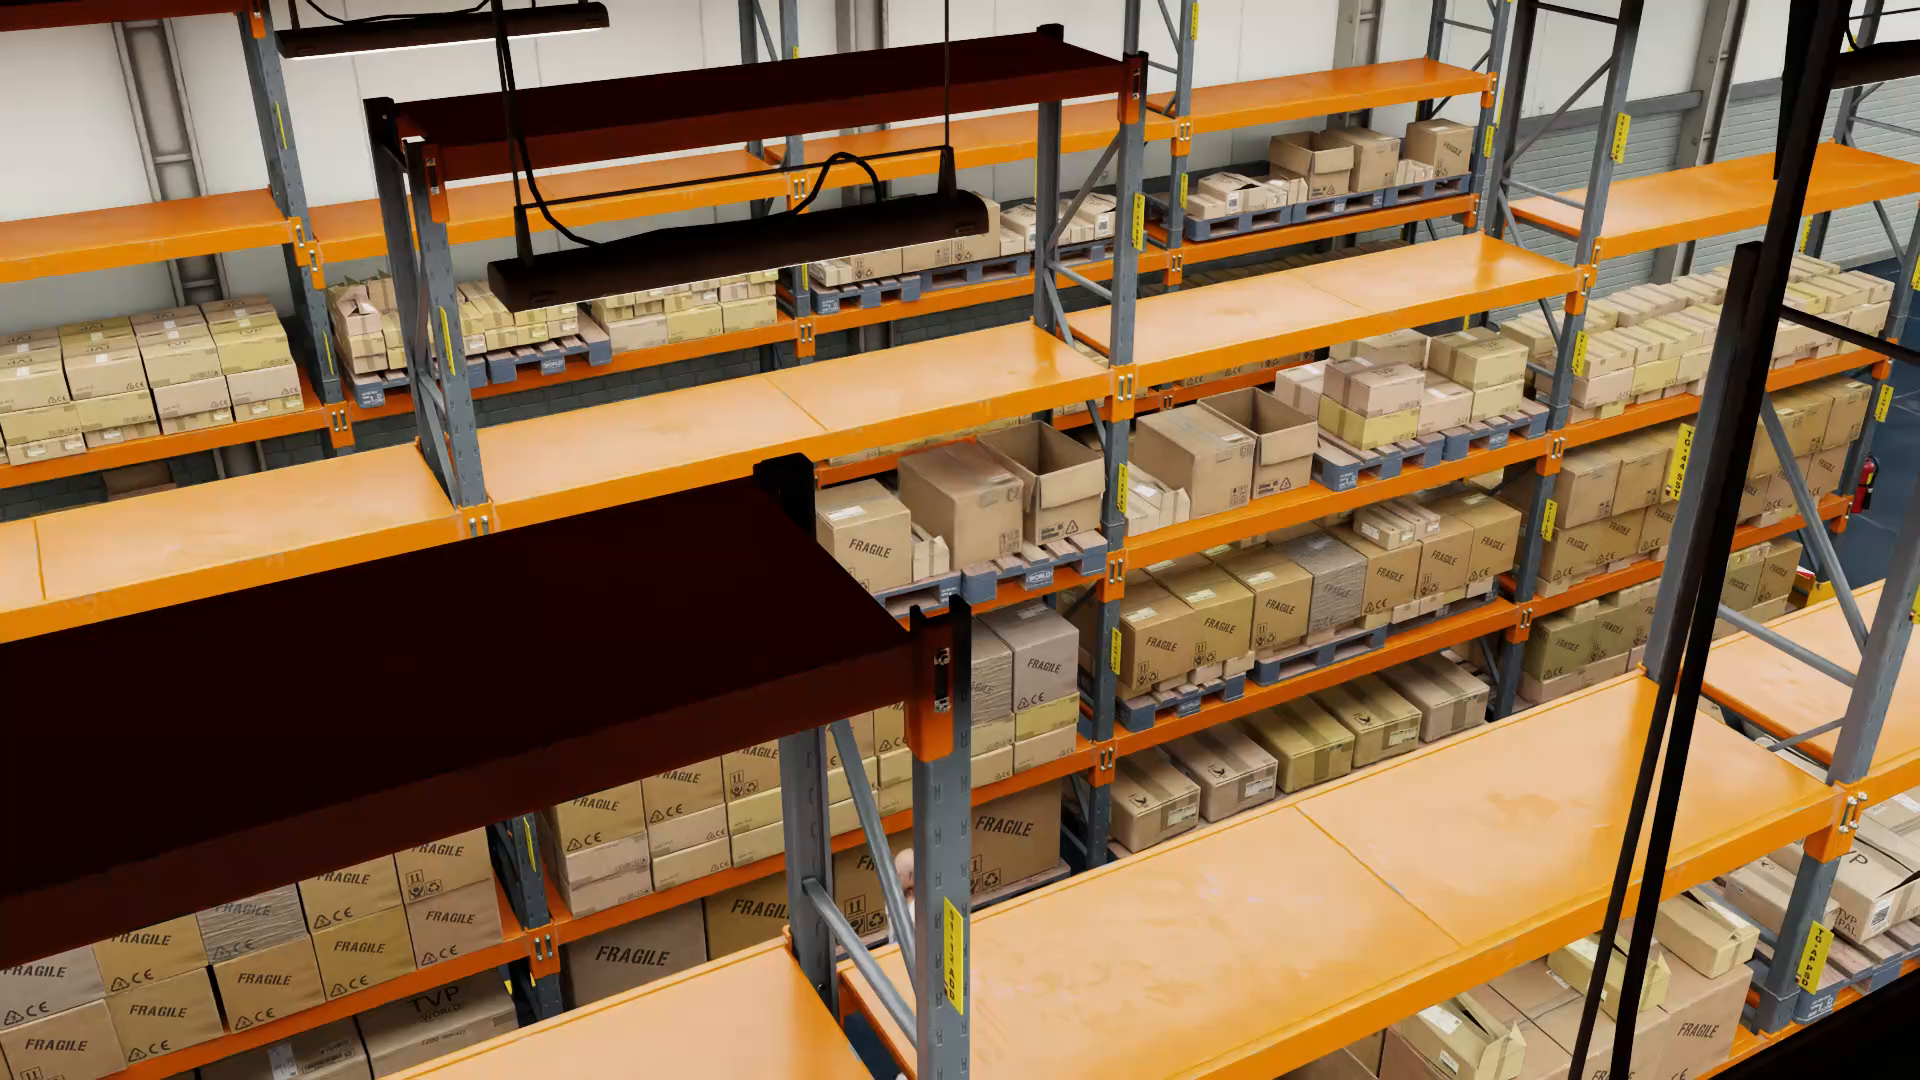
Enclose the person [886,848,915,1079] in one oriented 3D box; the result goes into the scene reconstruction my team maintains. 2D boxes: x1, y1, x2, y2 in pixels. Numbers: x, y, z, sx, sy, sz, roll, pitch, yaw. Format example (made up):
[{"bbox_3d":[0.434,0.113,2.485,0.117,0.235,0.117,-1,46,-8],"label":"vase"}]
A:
[{"bbox_3d":[-0.194,2.697,10.215,0.581,1.580,0.622,-21,34,-34],"label":"person"}]
